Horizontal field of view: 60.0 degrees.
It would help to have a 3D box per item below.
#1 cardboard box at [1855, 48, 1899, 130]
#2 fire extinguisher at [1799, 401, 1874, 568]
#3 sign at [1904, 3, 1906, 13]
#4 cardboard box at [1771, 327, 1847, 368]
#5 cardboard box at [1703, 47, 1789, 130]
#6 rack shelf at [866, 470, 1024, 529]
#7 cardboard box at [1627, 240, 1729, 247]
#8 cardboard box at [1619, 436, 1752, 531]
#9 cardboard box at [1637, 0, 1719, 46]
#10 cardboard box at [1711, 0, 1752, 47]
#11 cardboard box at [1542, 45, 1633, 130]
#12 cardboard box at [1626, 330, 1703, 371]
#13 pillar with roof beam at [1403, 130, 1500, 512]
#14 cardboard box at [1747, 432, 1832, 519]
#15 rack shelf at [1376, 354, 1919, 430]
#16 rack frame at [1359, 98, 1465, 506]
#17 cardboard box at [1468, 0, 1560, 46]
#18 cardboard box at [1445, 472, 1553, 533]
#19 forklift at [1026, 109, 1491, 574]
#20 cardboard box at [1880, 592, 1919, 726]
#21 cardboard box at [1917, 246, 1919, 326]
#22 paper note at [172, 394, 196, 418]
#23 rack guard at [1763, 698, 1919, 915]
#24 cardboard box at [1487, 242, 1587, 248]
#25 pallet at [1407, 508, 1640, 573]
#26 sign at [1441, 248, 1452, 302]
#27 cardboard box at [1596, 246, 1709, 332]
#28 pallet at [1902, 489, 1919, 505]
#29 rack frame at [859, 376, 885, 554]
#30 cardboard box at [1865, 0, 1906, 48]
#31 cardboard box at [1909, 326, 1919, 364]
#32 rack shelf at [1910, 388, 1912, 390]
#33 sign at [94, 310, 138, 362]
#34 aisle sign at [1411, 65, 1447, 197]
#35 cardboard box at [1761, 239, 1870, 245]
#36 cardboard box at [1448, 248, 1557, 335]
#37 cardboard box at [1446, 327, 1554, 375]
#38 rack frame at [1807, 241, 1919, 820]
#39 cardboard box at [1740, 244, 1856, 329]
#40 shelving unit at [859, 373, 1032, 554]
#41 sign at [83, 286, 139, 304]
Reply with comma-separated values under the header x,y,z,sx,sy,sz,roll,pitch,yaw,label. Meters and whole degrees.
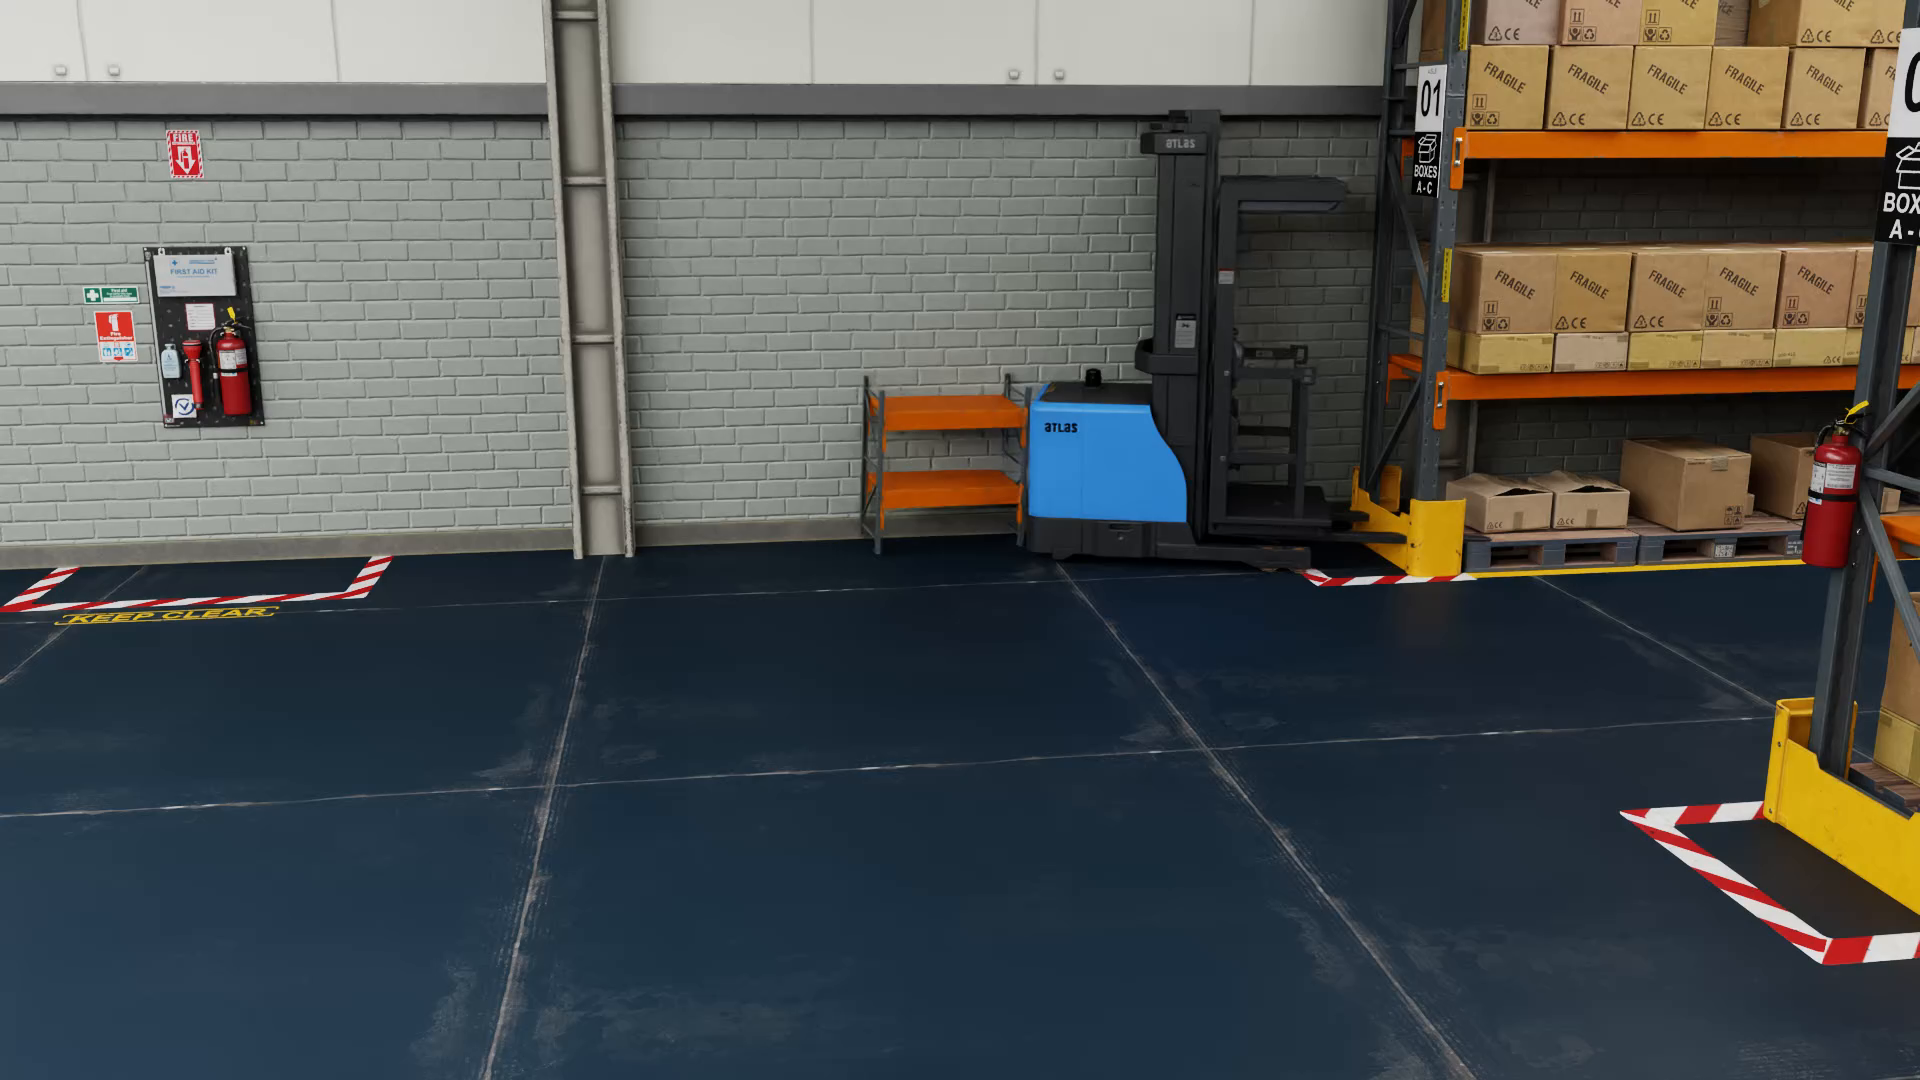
x,y,z,sx,sy,sz,roll,pitch,yaw,label
5.932,-2.920,10.786,0.500,0.500,0.500,-3,14,-13,cardboard box
3.497,-0.234,6.646,0.183,0.674,0.296,-2,14,-8,fire extinguisher
3.616,-2.141,6.268,0.005,0.325,0.100,-2,14,-8,sign
5.484,-1.309,11.042,0.500,0.250,0.500,-2,14,-9,cardboard box
4.885,-2.875,10.608,0.500,0.500,0.500,-1,14,-5,cardboard box
-0.122,-0.302,11.519,1.000,0.278,0.538,-3,18,-16,rack shelf
4.883,-1.778,11.370,0.500,0.500,0.500,-2,14,-8,cardboard box
4.935,-0.395,11.363,0.500,0.500,0.700,-3,14,-12,cardboard box
4.367,-3.336,10.389,0.500,0.500,0.500,-2,14,-7,cardboard box
4.855,-3.483,10.976,0.500,0.500,0.500,-2,14,-8,cardboard box
3.845,-2.831,10.431,0.500,0.500,0.500,-1,14,-5,cardboard box
4.487,-1.273,10.897,0.500,0.250,0.500,-2,14,-9,cardboard box
4.146,-3.463,7.031,0.400,9.000,9.100,-2,14,-8,pillar with roof beam
5.876,-0.454,11.599,0.500,0.500,0.500,-3,14,-13,cardboard box
4.919,-1.079,11.335,4.000,0.370,1.077,-2,14,-8,rack shelf
2.941,-1.355,10.959,0.127,3.000,1.000,-2,14,-8,rack frame
3.358,-3.309,10.281,0.500,0.500,0.500,-3,14,-12,cardboard box
3.639,-0.268,11.246,0.500,0.311,0.500,-4,15,-15,cardboard box
2.008,-1.342,11.046,3.031,2.935,1.130,2,14,8,forklift
4.169,0.512,6.763,0.500,0.500,0.500,-2,14,-8,cardboard box
6.475,-1.709,11.097,0.500,0.500,0.500,-2,14,-8,cardboard box
-5.063,-0.874,10.850,0.142,0.148,0.016,-2,14,-8,paper note
3.659,1.050,6.509,0.348,0.500,1.175,-2,14,-8,rack guard
3.875,-1.740,11.219,0.500,0.500,0.500,-2,14,-8,cardboard box
3.825,-0.026,11.393,1.213,0.211,1.003,-2,14,-8,pallet
3.022,-1.644,10.333,0.005,0.325,0.100,-2,14,-8,sign
4.460,-1.634,10.795,0.500,0.500,0.500,-3,14,-10,cardboard box
7.666,-0.176,11.990,1.213,0.211,1.003,-2,14,-8,pallet
-0.599,-0.514,11.305,0.032,1.125,0.500,-3,18,-16,rack frame
5.898,-3.392,10.614,0.500,0.500,0.500,-1,14,-5,cardboard box
6.473,-1.347,11.193,0.500,0.250,0.500,-2,14,-8,cardboard box
8.874,-1.224,11.913,4.000,0.370,1.077,-2,14,-8,rack shelf
-5.440,-1.313,10.717,0.234,0.329,0.001,-2,14,-8,sign
2.914,-2.541,10.344,0.004,0.787,0.394,-2,14,-8,aisle sign
5.888,-1.816,11.523,0.500,0.500,0.500,-2,14,-9,cardboard box
3.458,-1.601,10.664,0.500,0.500,0.500,-2,14,-8,cardboard box
3.471,-1.233,10.741,0.500,0.250,0.500,-3,14,-10,cardboard box
3.683,-0.164,6.208,0.127,3.000,1.000,-2,14,-8,rack frame
5.483,-1.674,10.956,0.500,0.500,0.500,-3,14,-10,cardboard box
-0.112,-0.536,11.449,1.048,1.125,0.538,-3,18,-16,shelving unit
-5.434,-1.568,10.644,0.331,0.109,0.001,-2,14,-8,sign
